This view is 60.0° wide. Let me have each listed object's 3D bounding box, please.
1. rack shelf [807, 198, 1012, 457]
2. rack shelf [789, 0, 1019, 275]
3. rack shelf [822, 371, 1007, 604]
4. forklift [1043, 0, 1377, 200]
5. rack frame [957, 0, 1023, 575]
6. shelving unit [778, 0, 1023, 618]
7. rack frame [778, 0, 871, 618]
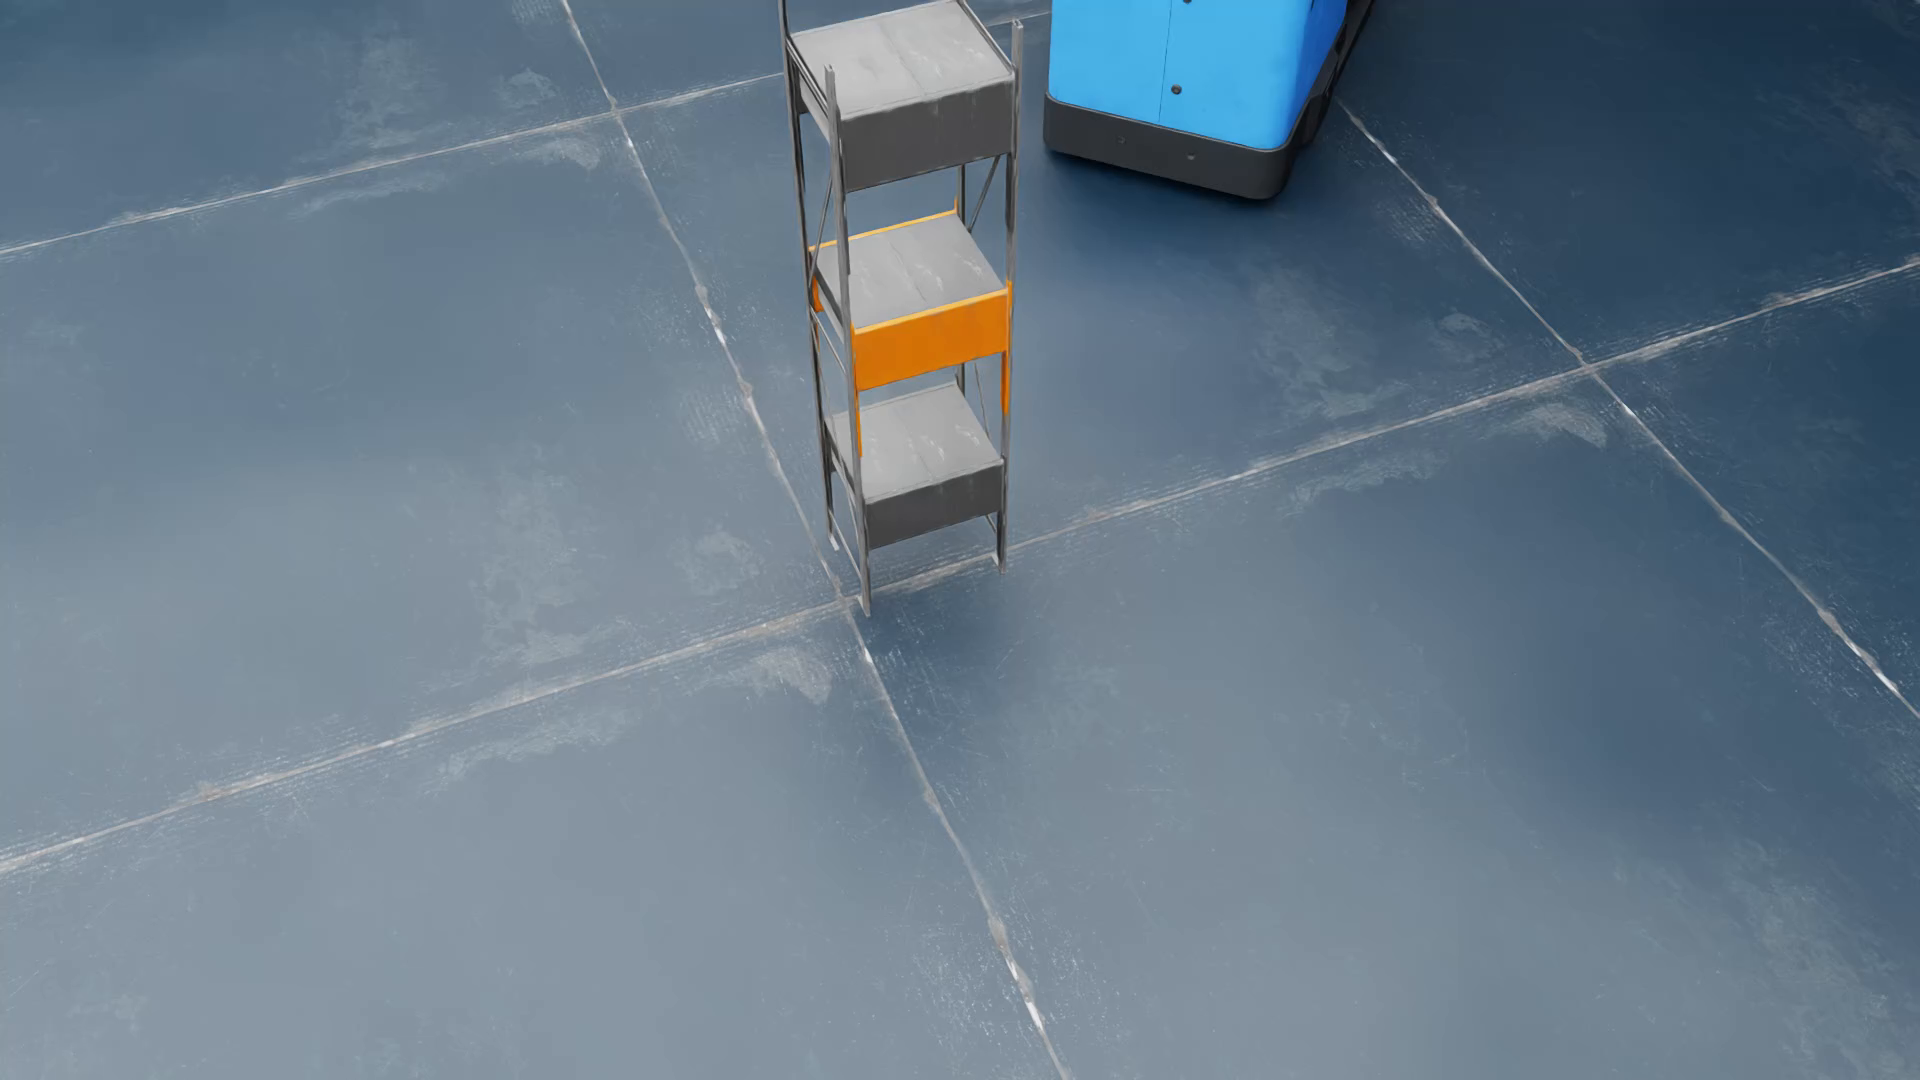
[{"bbox_3d":[-0.153,-0.628,4.923,0.480,0.518,0.431,-17,52,-14],"label":"rack shelf"},{"bbox_3d":[-0.153,-1.084,4.392,0.480,0.518,0.431,-17,52,-14],"label":"rack shelf"},{"bbox_3d":[-0.153,-0.172,5.454,0.480,0.518,0.431,-17,52,-14],"label":"rack shelf"},{"bbox_3d":[1.385,-3.501,6.824,1.130,2.935,3.031,17,52,14],"label":"forklift"},{"bbox_3d":[0.073,-0.707,4.973,0.015,2.100,0.400,-17,52,-14],"label":"rack frame"},{"bbox_3d":[-0.153,-0.637,4.913,0.503,2.100,0.431,-17,52,-14],"label":"shelving unit"},{"bbox_3d":[-0.379,-0.567,4.853,0.015,2.100,0.400,-17,52,-14],"label":"rack frame"}]
